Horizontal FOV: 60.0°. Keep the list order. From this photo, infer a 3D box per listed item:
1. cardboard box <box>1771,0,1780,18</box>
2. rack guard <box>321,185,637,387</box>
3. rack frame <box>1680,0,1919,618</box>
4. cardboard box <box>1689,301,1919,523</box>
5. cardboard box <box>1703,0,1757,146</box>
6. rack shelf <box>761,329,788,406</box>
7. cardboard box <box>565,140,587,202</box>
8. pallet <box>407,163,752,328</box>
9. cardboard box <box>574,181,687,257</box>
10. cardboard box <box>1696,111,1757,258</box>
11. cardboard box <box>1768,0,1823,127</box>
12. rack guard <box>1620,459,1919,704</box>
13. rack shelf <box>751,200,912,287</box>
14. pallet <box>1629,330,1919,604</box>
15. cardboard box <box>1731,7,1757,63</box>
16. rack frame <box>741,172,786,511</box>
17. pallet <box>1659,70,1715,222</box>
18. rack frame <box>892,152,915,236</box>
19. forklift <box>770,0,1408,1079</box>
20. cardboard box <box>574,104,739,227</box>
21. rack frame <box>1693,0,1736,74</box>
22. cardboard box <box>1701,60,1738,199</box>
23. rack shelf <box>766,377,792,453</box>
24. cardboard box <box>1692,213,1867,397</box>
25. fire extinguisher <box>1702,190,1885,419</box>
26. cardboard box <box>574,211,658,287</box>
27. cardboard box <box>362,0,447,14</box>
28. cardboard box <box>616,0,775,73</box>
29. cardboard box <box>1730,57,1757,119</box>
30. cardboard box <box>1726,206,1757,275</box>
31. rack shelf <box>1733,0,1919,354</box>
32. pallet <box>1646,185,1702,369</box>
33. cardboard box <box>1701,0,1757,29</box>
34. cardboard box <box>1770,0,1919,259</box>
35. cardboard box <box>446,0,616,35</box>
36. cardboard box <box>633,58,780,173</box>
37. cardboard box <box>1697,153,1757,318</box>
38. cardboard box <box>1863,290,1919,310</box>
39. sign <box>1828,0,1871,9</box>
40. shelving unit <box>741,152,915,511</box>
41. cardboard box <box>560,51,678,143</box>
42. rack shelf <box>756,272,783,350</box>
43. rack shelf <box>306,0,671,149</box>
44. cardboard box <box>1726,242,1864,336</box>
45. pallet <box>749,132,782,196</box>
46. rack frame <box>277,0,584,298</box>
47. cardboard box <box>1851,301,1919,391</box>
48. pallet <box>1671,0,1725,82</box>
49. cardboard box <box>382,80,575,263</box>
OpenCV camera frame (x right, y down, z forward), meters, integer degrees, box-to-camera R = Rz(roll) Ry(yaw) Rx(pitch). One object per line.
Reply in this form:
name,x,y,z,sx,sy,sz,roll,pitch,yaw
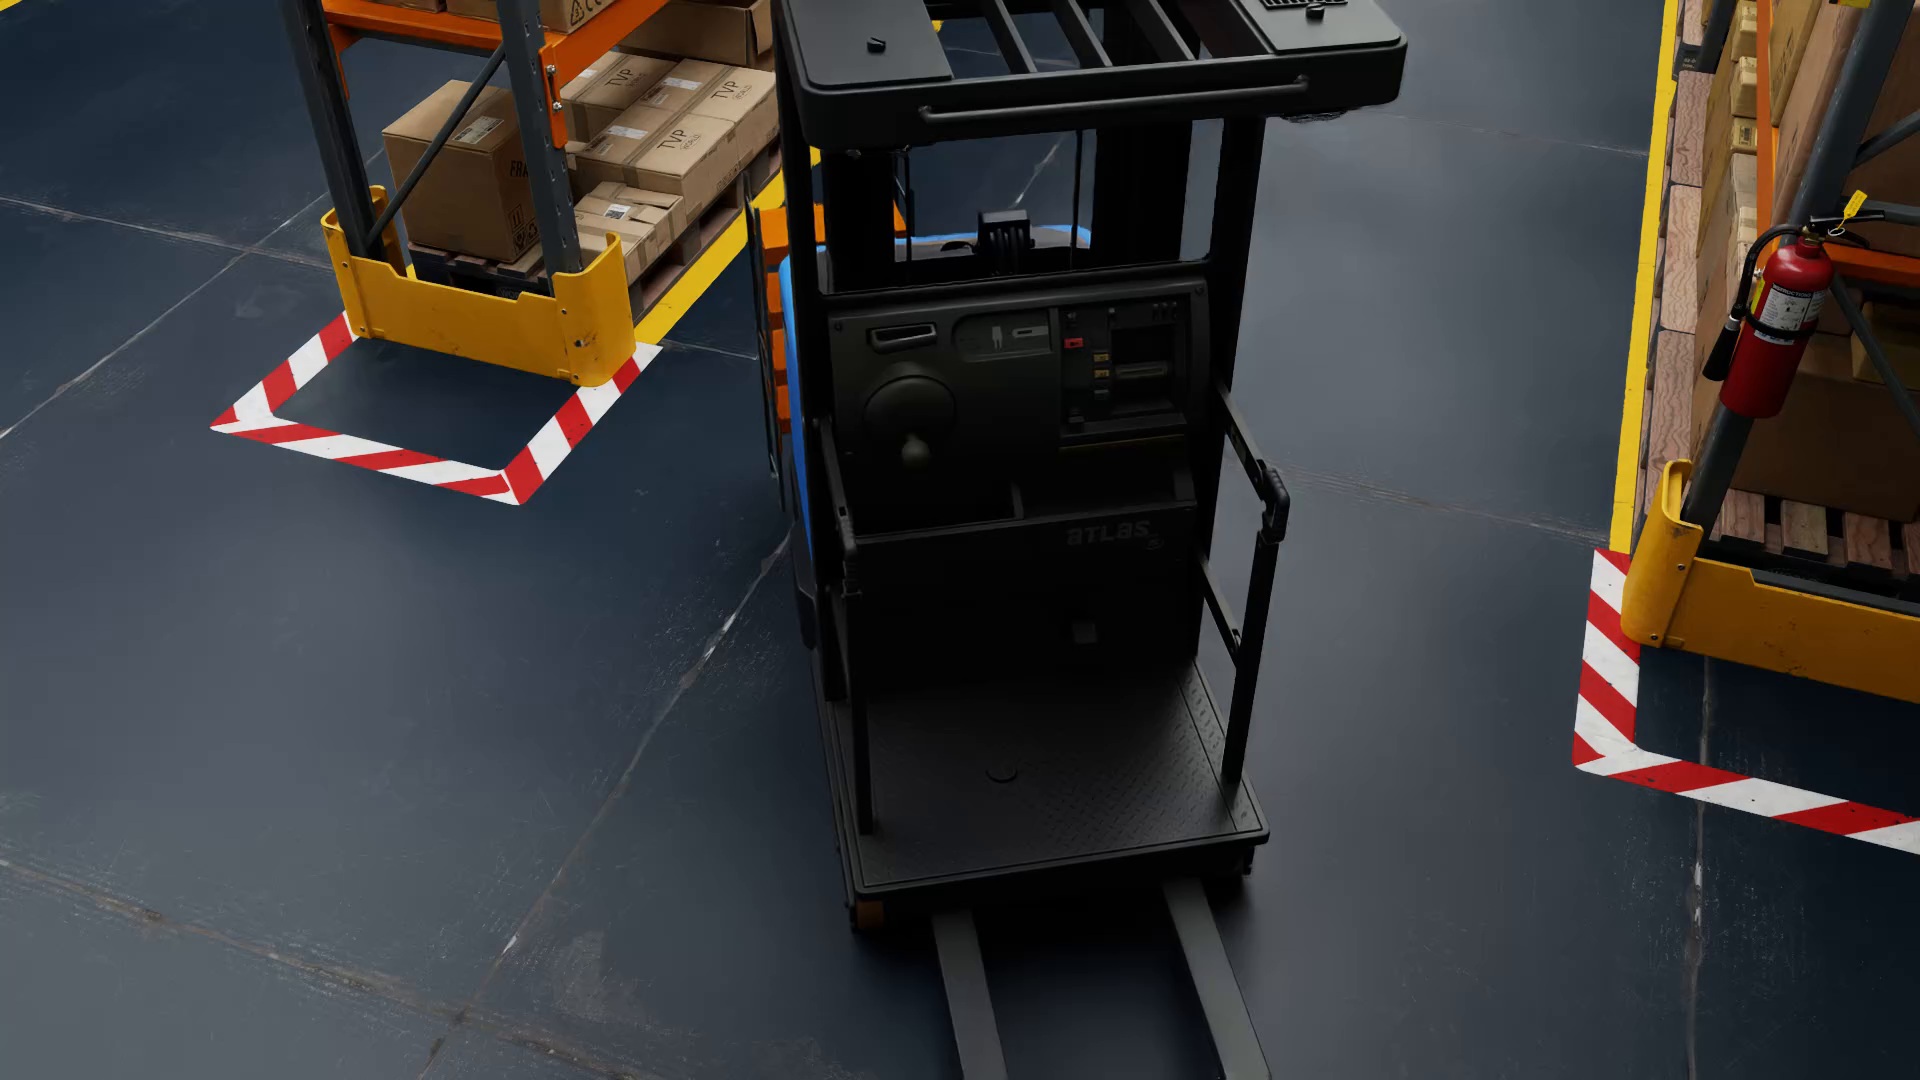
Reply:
cardboard box,3.421,-2.148,5.725,0.980,0.700,0.700,11,42,13
rack guard,-1.882,-1.004,6.541,1.175,0.500,0.348,13,42,15
rack frame,2.748,-0.811,4.389,1.000,3.000,0.127,13,42,15
cardboard box,2.893,-0.469,5.591,0.700,0.500,0.500,13,42,15
cardboard box,3.764,-2.026,7.416,0.700,0.500,0.500,14,42,16
rack shelf,-0.418,-0.625,5.661,0.480,0.148,0.258,-10,41,-12
cardboard box,-1.731,-1.611,7.171,0.380,0.166,0.250,13,42,15
pallet,-1.611,-1.380,7.205,1.003,0.211,1.213,13,42,15
cardboard box,-1.357,-1.329,6.841,0.380,0.166,0.250,13,42,15
cardboard box,3.411,-1.408,6.691,0.700,0.500,0.500,14,42,16
cardboard box,3.151,-1.685,5.182,0.980,0.700,0.700,13,42,15
rack guard,2.740,0.155,5.184,1.175,0.500,0.348,13,42,15
rack shelf,-0.418,-0.975,5.363,0.480,0.148,0.258,-10,41,-12
pallet,2.948,-0.255,5.887,1.003,0.211,1.213,13,42,15
cardboard box,3.475,-2.104,7.008,0.380,0.149,0.250,15,43,17
rack frame,-0.653,-0.634,5.568,0.015,1.200,0.240,-10,41,-12
pallet,3.782,-1.743,7.631,1.003,0.211,1.213,13,42,15
rack frame,-0.183,-0.718,5.666,0.015,1.200,0.240,-10,41,-12
forklift,0.191,-0.322,3.870,1.130,2.935,3.031,-7,41,-8
cardboard box,-1.285,-1.603,7.097,0.500,0.250,0.500,13,42,15
rack frame,4.116,-3.251,7.249,1.000,3.000,0.127,13,42,15
cardboard box,3.589,-1.720,7.058,0.700,0.500,0.500,13,42,15
rack shelf,-0.418,-0.473,5.789,0.480,0.148,0.258,-10,41,-12
cardboard box,3.064,-0.774,5.949,0.700,0.500,0.500,13,42,15
fire extinguisher,2.263,-0.650,4.548,0.296,0.674,0.183,13,42,15
cardboard box,-1.442,-1.170,6.668,0.380,0.149,0.250,13,42,15
cardboard box,-2.011,-2.280,6.034,0.500,0.500,0.500,15,43,16
cardboard box,-1.178,-2.418,7.858,0.797,0.503,0.637,13,42,15
cardboard box,3.297,-1.786,6.635,0.380,0.149,0.250,12,42,14
cardboard box,2.853,-0.991,5.702,0.380,0.149,0.250,14,43,16
rack shelf,3.432,-1.757,6.053,1.077,0.370,4.000,13,42,15
pallet,3.367,-0.997,6.756,1.003,0.211,1.213,13,42,15
cardboard box,4.216,-3.018,8.309,0.750,0.750,0.750,14,42,16
cardboard box,2.913,-1.238,4.659,0.980,0.700,0.700,15,43,17
cardboard box,-1.509,-2.158,5.892,0.500,0.500,0.500,14,42,16
cardboard box,-1.114,-1.908,7.455,0.500,0.250,0.500,13,42,15
cardboard box,3.236,-1.081,6.308,0.700,0.500,0.500,12,42,14
cardboard box,3.211,-0.904,5.601,0.380,0.149,0.250,13,42,15
sign,2.243,-1.470,4.088,0.100,0.325,0.005,13,42,15
shelving unit,-0.418,-0.676,5.617,0.503,1.200,0.258,-10,41,-12
cardboard box,-1.601,-1.989,7.549,0.500,0.250,0.500,13,42,15
rack shelf,-0.418,-0.795,5.516,0.480,0.148,0.258,-10,41,-12
rack shelf,-1.225,-2.854,7.339,1.077,0.370,4.000,13,42,15
cardboard box,2.766,-0.834,5.520,0.380,0.149,0.250,13,42,15
pallet,-1.192,-2.122,8.074,1.003,0.211,1.213,13,42,15
rack frame,-1.908,-1.908,5.675,1.000,3.000,0.127,13,42,15
cardboard box,3.038,-0.595,5.239,0.380,0.149,0.250,14,42,15
pallet,4.309,-2.677,8.725,1.003,0.211,1.213,13,42,15
cardboard box,-1.954,-1.511,6.797,0.500,0.500,0.500,13,42,15
